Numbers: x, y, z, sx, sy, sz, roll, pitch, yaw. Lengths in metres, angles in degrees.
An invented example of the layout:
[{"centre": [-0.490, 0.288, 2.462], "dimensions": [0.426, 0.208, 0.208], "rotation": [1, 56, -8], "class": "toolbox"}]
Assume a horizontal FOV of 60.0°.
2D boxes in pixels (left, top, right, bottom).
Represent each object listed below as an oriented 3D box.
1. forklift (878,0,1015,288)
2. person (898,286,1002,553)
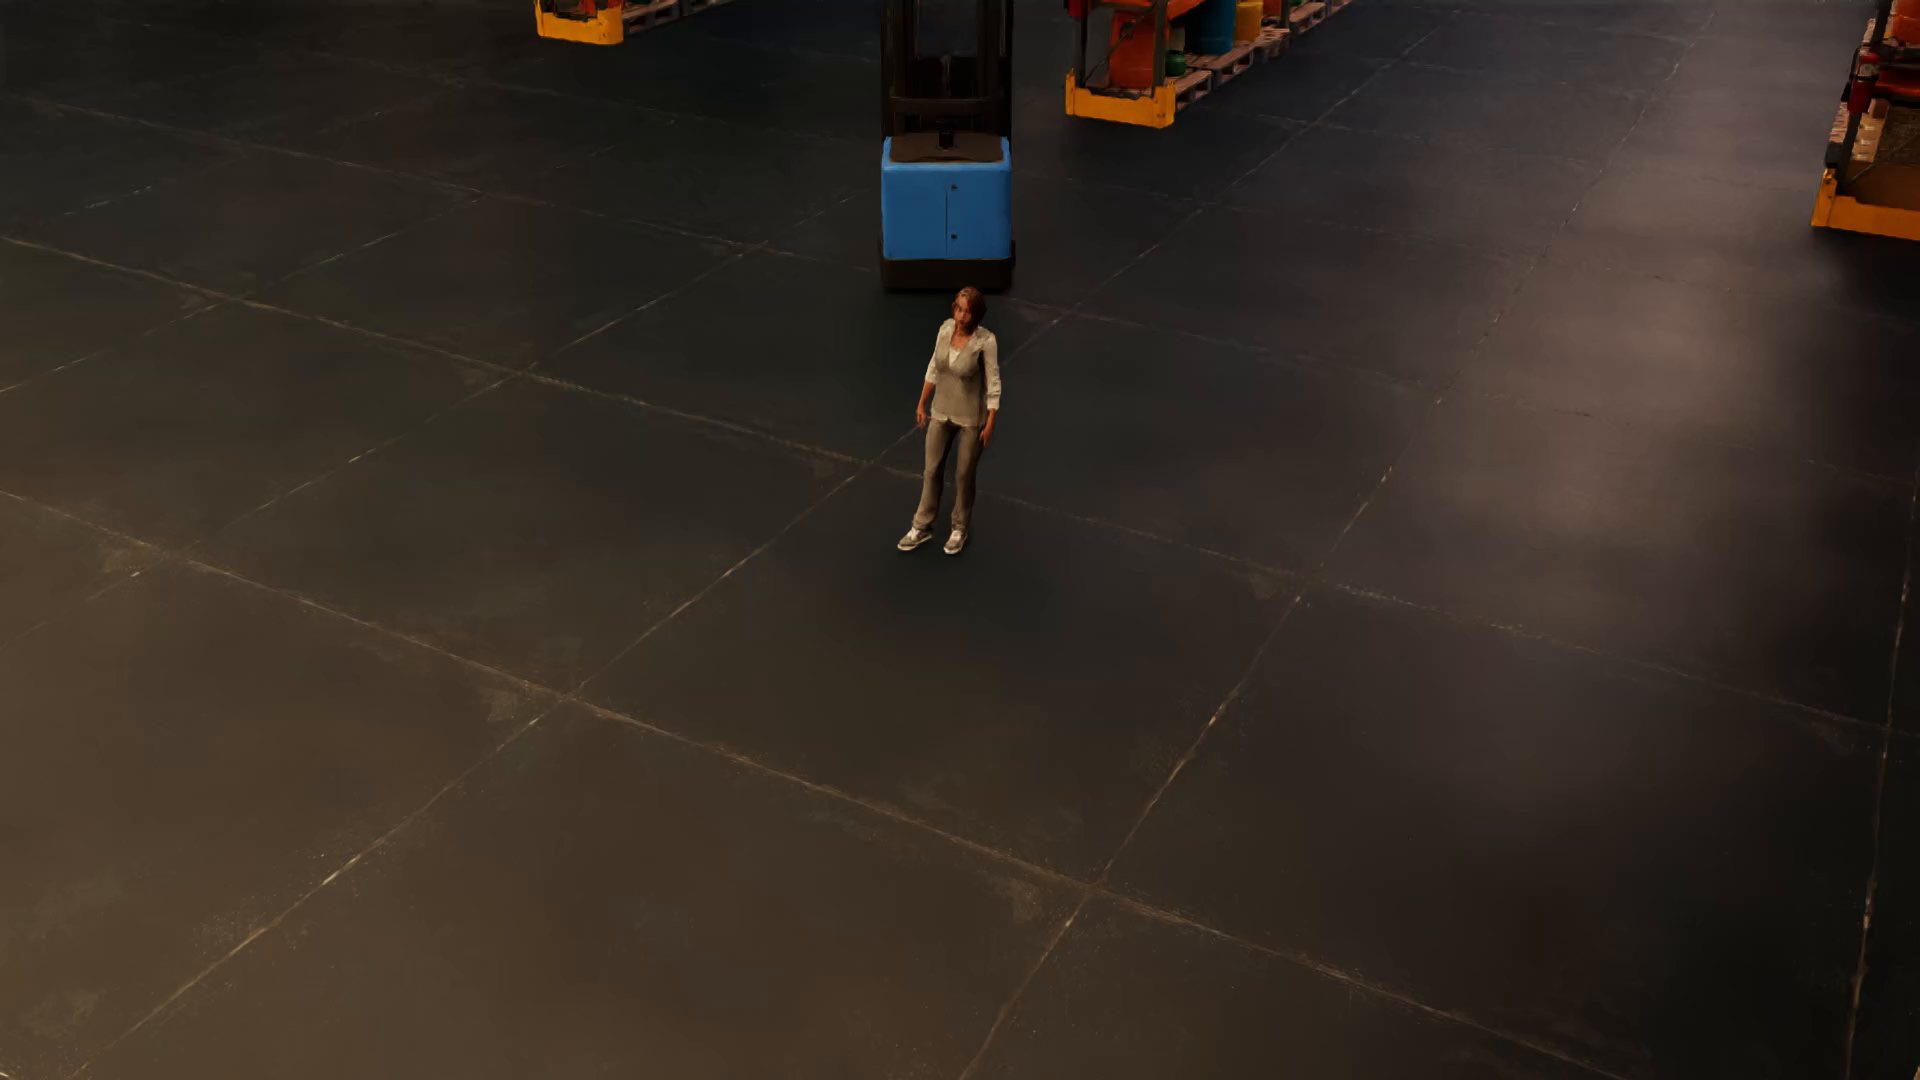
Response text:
[{"centre": [-0.115, -3.993, 13.990], "dimensions": [1.130, 2.935, 3.031], "rotation": [0, 30, 0], "class": "forklift"}, {"centre": [-0.048, -0.669, 9.550], "dimensions": [0.521, 1.597, 0.474], "rotation": [15, 33, 25], "class": "person"}]
